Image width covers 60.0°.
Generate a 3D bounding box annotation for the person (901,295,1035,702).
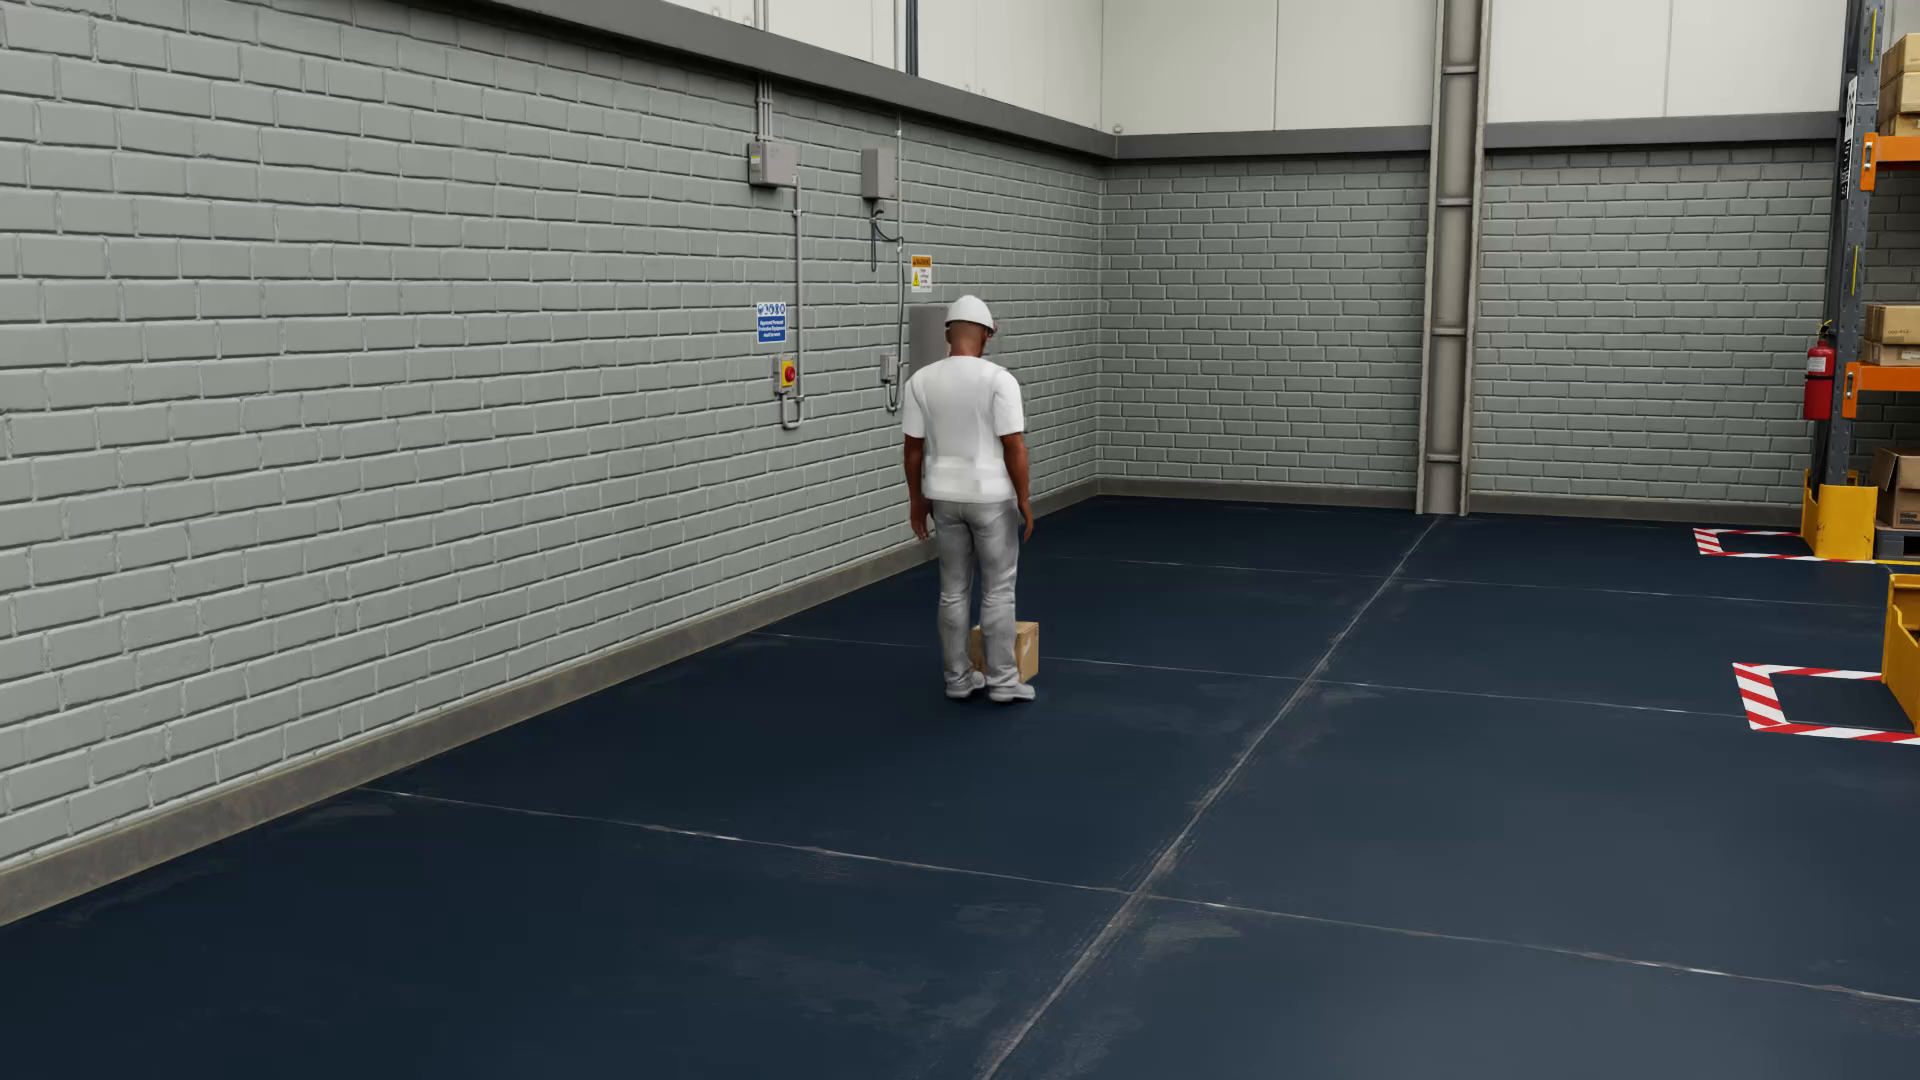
[{"bbox_3d":[0.058,-0.170,7.303,0.571,1.789,0.444,4,10,26],"label":"person"}]
